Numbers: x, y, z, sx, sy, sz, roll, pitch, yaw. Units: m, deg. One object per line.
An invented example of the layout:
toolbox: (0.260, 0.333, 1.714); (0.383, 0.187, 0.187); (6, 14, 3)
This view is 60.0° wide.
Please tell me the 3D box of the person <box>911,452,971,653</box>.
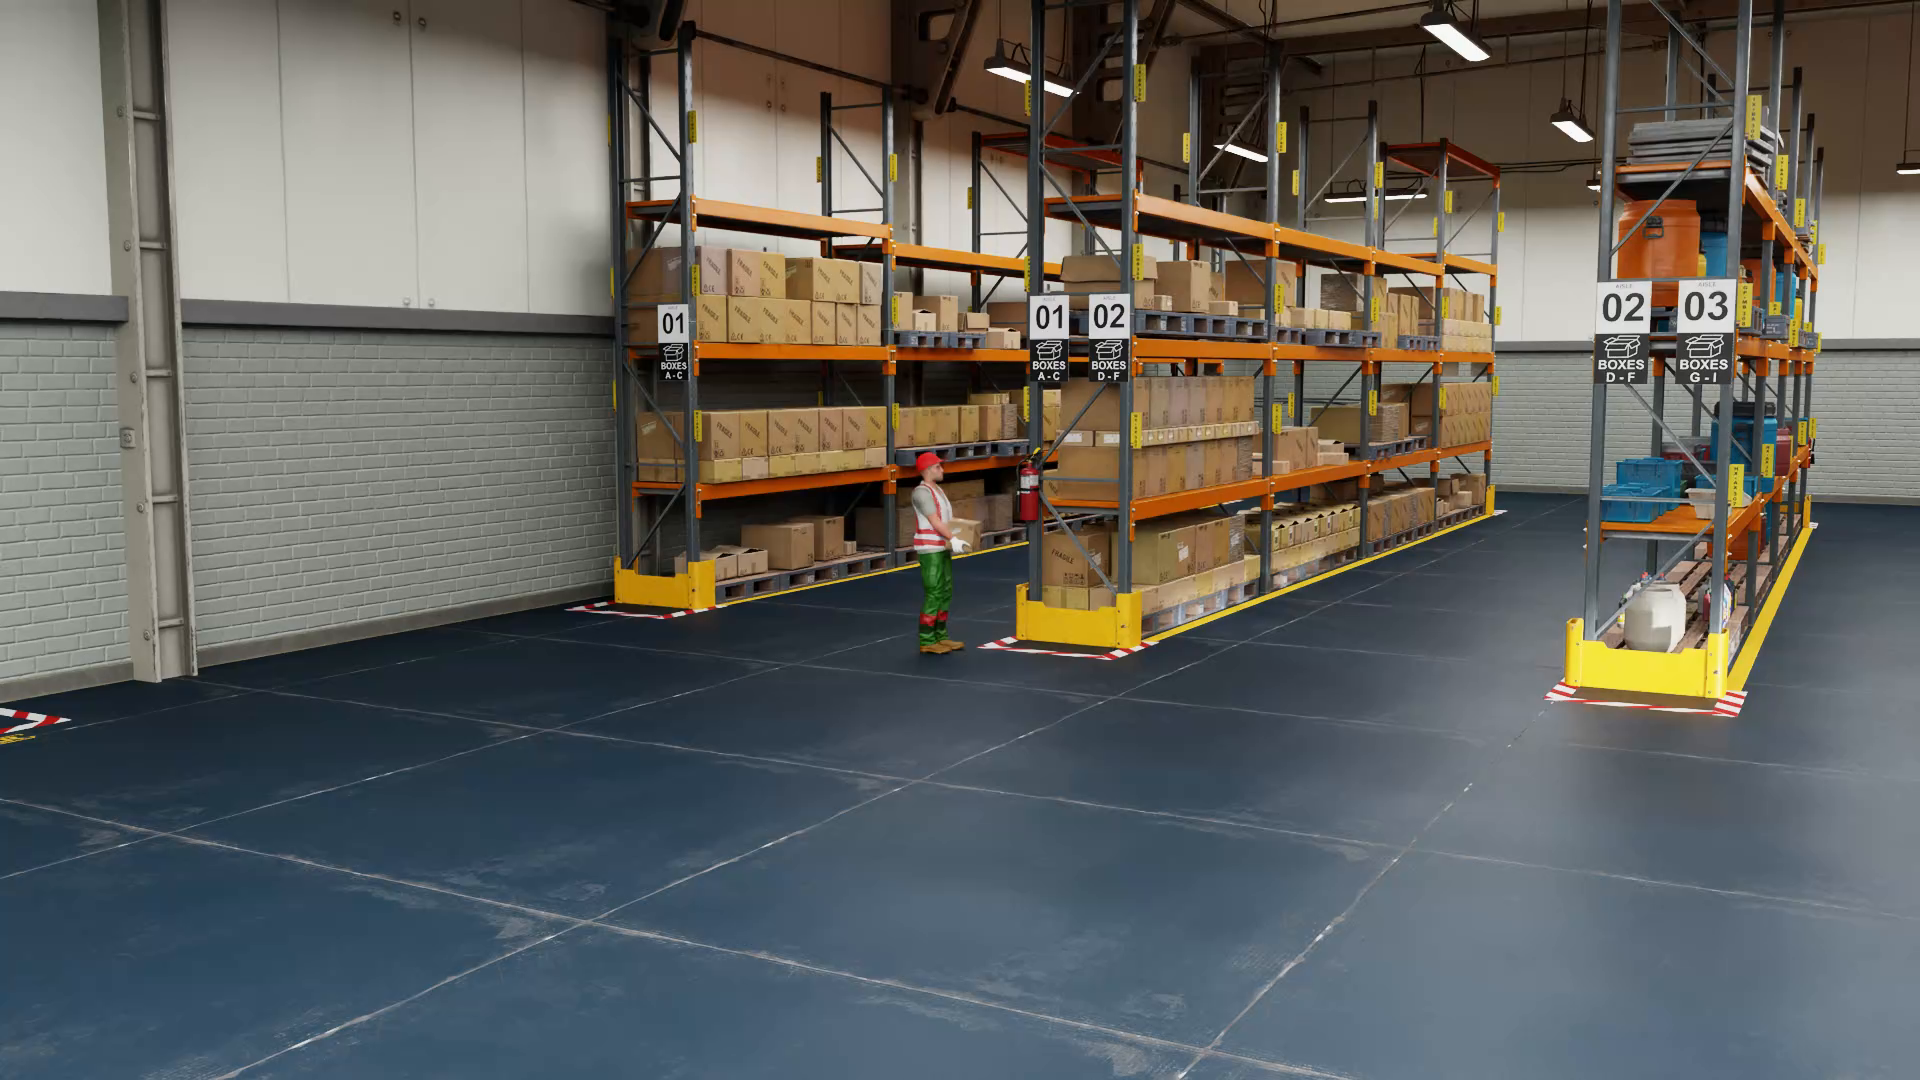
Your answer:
person: (-0.131, 0.110, 14.898); (0.564, 1.787, 0.505); (2, 6, 16)
